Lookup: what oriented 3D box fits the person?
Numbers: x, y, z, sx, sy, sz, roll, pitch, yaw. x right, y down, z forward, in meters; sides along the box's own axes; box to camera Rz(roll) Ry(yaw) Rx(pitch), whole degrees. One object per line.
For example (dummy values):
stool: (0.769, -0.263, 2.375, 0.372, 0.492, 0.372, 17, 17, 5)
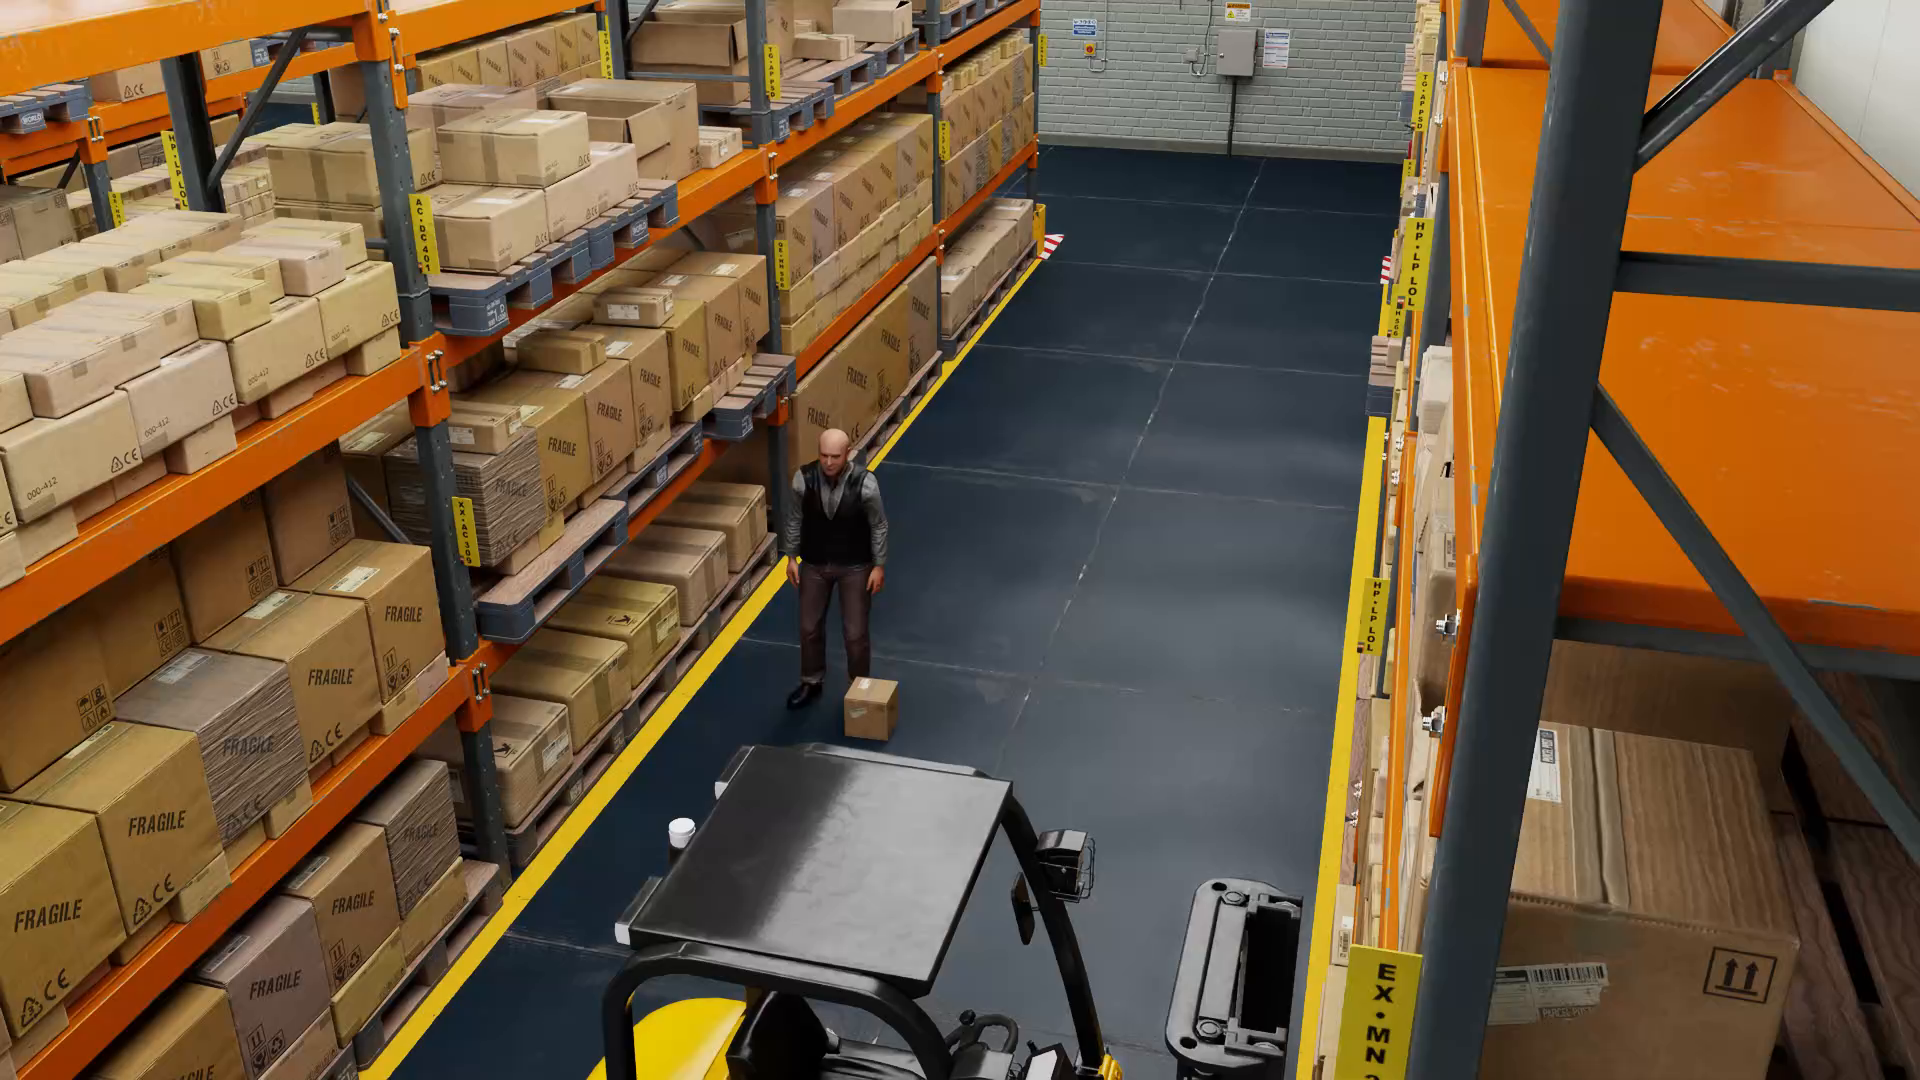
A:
person: (-0.696, 0.195, 9.448, 0.588, 1.615, 0.420, 5, 26, 10)
